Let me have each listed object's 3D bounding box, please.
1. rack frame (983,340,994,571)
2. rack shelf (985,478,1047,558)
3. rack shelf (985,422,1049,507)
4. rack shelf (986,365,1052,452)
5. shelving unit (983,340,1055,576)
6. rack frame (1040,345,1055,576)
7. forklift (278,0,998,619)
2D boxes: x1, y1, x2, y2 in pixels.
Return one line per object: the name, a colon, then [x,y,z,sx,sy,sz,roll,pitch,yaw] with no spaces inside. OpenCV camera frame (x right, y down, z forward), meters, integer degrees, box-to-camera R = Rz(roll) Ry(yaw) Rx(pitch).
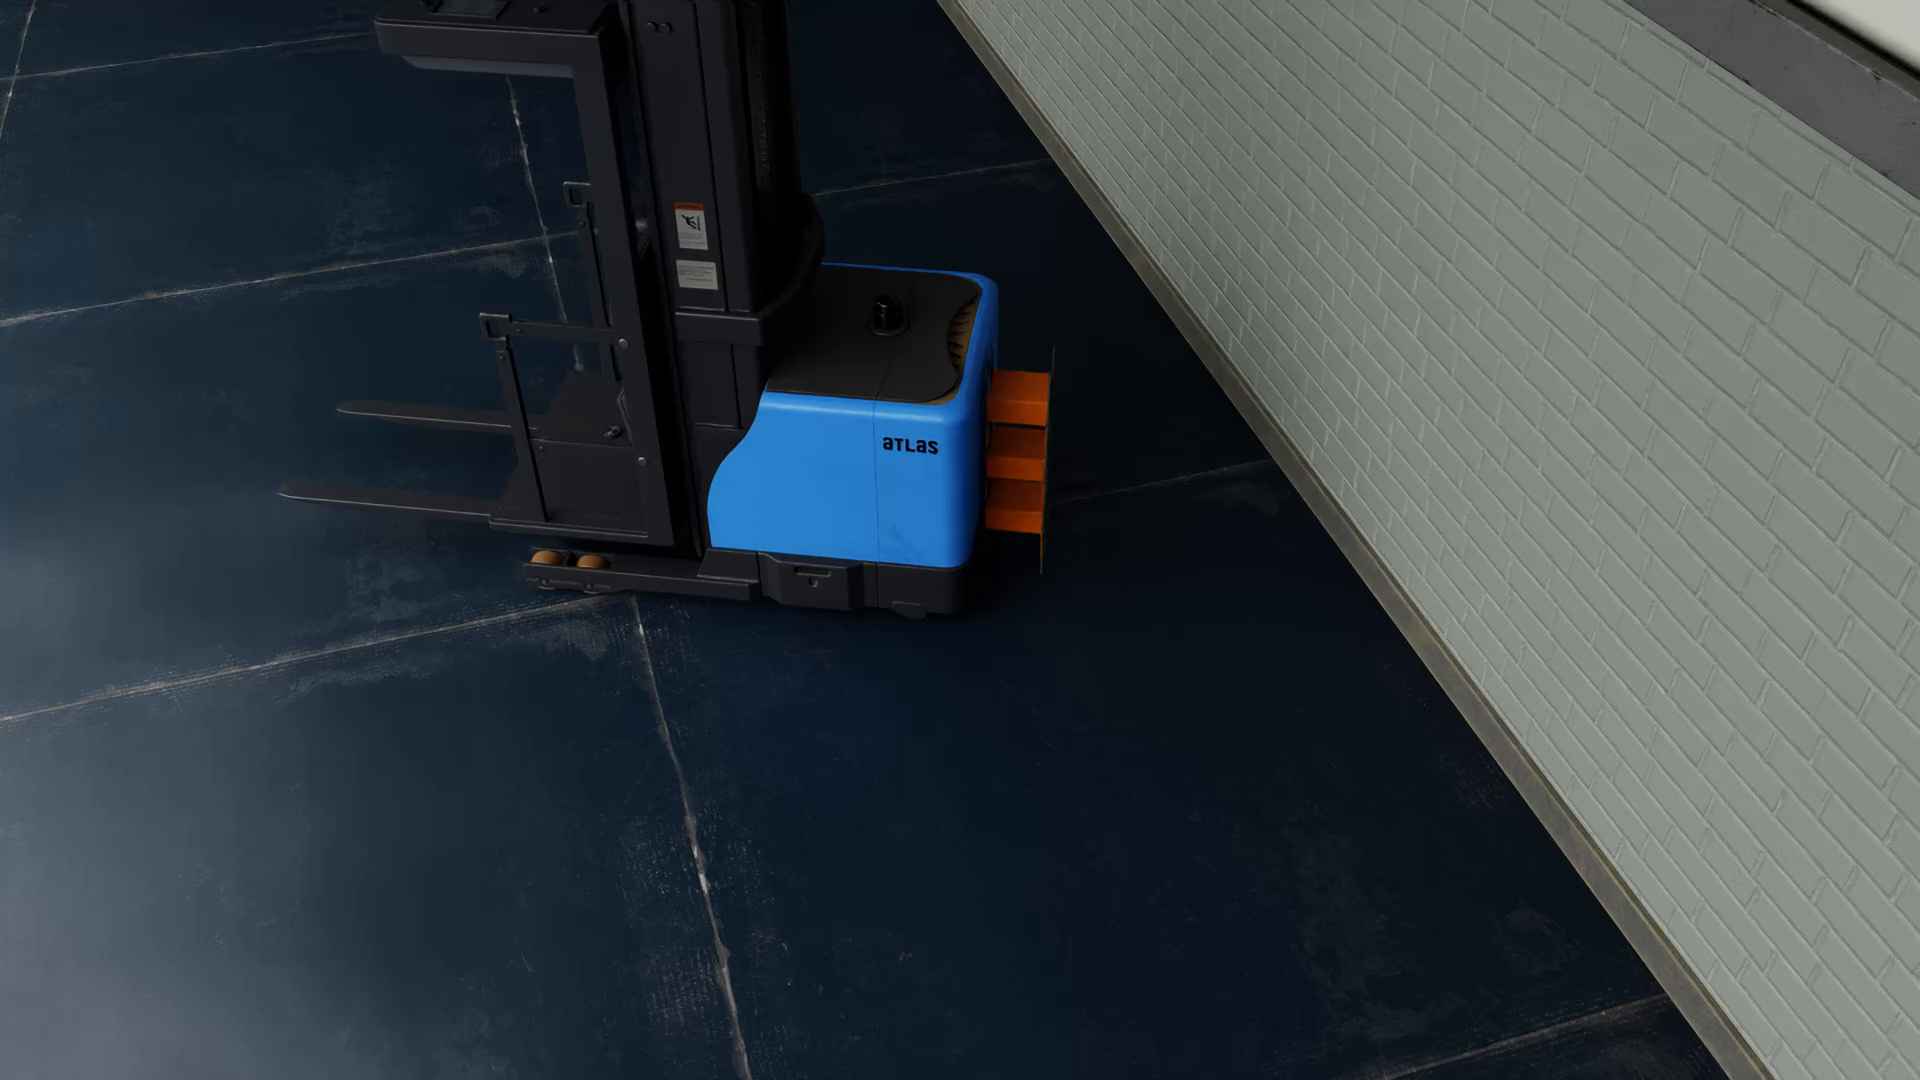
rack frame: [0.116,-0.329,6.828,0.008,1.050,0.200,5,41,6]
rack shelf: [0.237,-0.101,7.006,0.240,0.259,0.215,5,41,6]
rack shelf: [0.237,-0.310,6.823,0.240,0.259,0.215,5,41,6]
rack shelf: [0.237,-0.524,6.636,0.240,0.259,0.215,5,41,6]
shelving unit: [0.237,-0.318,6.816,0.252,1.050,0.215,5,41,6]
rack frame: [0.358,-0.307,6.803,0.008,1.050,0.200,5,41,6]
forklift: [-1.387,-1.216,6.414,3.031,2.935,1.130,5,41,6]
